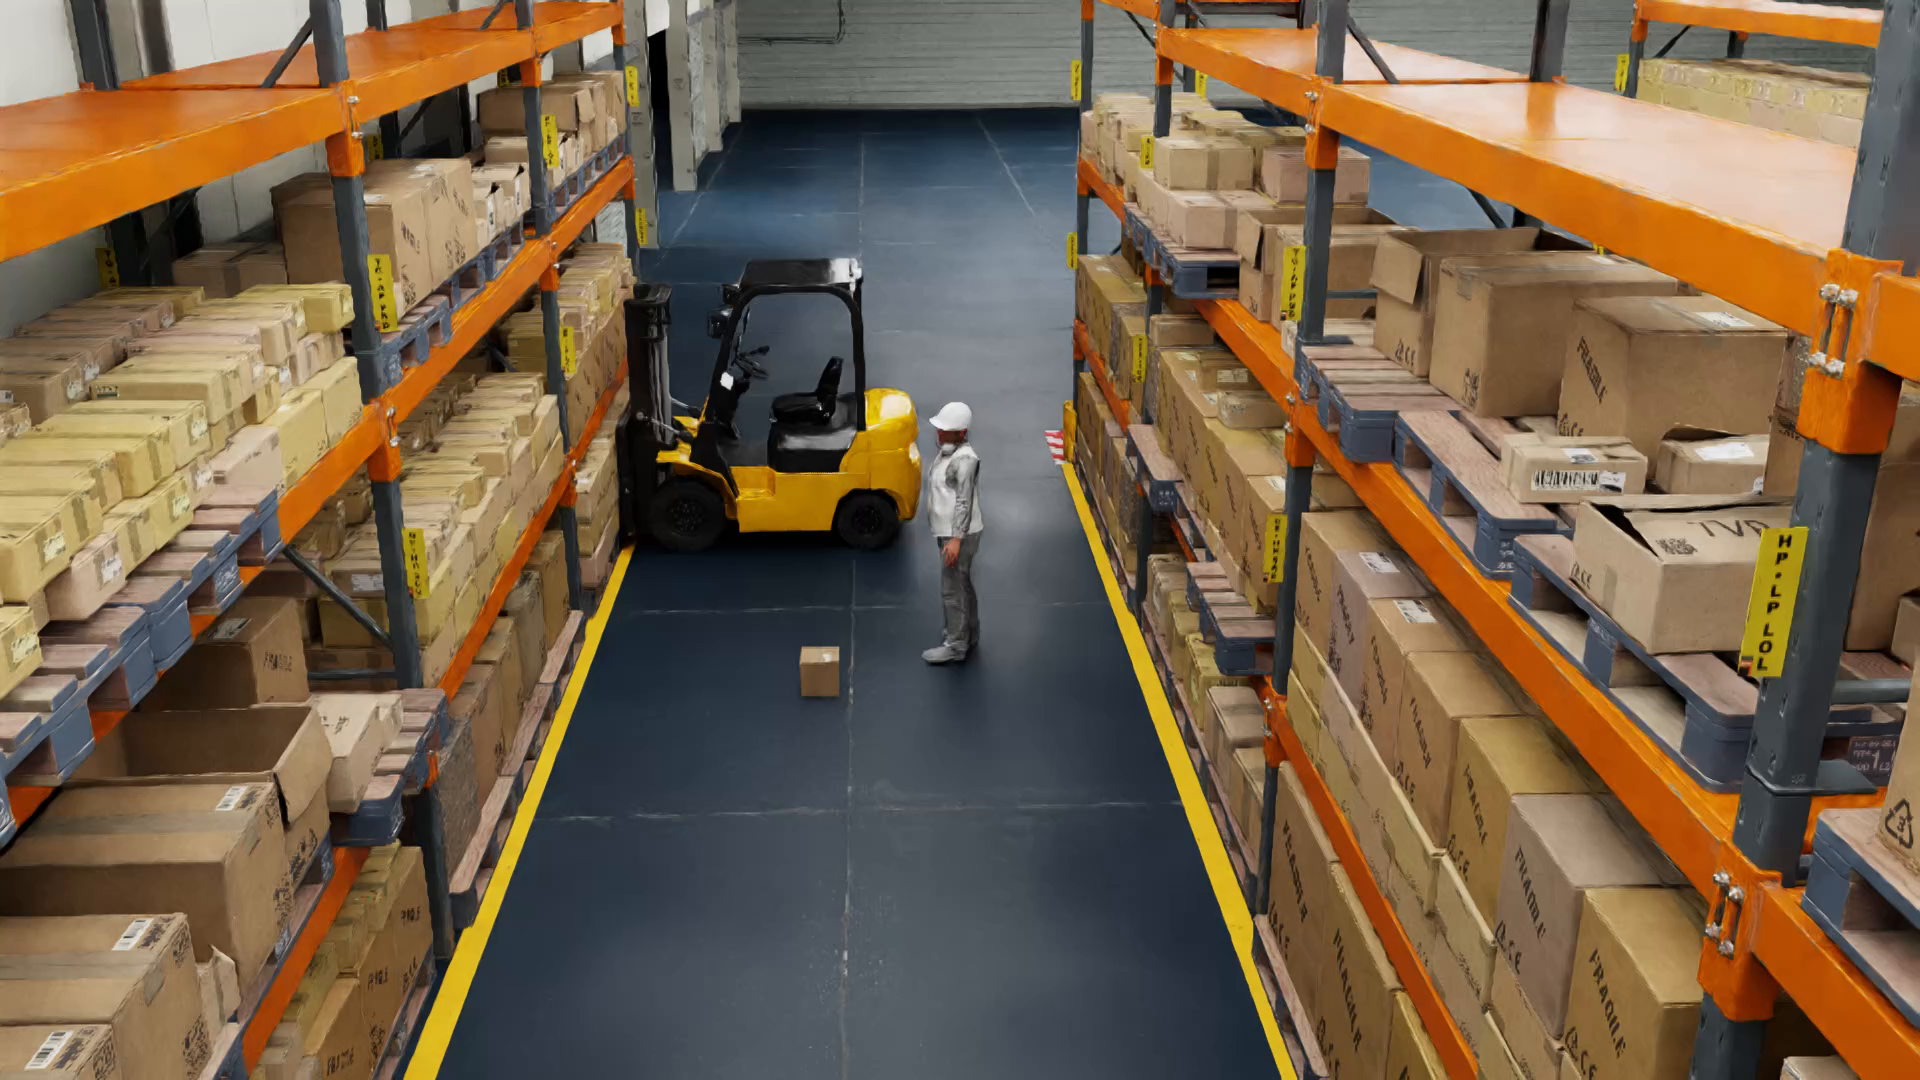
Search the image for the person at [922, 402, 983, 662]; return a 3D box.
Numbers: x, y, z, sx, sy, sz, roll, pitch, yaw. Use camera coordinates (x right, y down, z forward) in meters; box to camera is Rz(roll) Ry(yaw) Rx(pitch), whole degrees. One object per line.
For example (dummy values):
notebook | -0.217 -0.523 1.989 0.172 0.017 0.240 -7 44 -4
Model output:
person | -0.058 -0.058 11.141 0.441 1.779 0.647 -3 21 -9
